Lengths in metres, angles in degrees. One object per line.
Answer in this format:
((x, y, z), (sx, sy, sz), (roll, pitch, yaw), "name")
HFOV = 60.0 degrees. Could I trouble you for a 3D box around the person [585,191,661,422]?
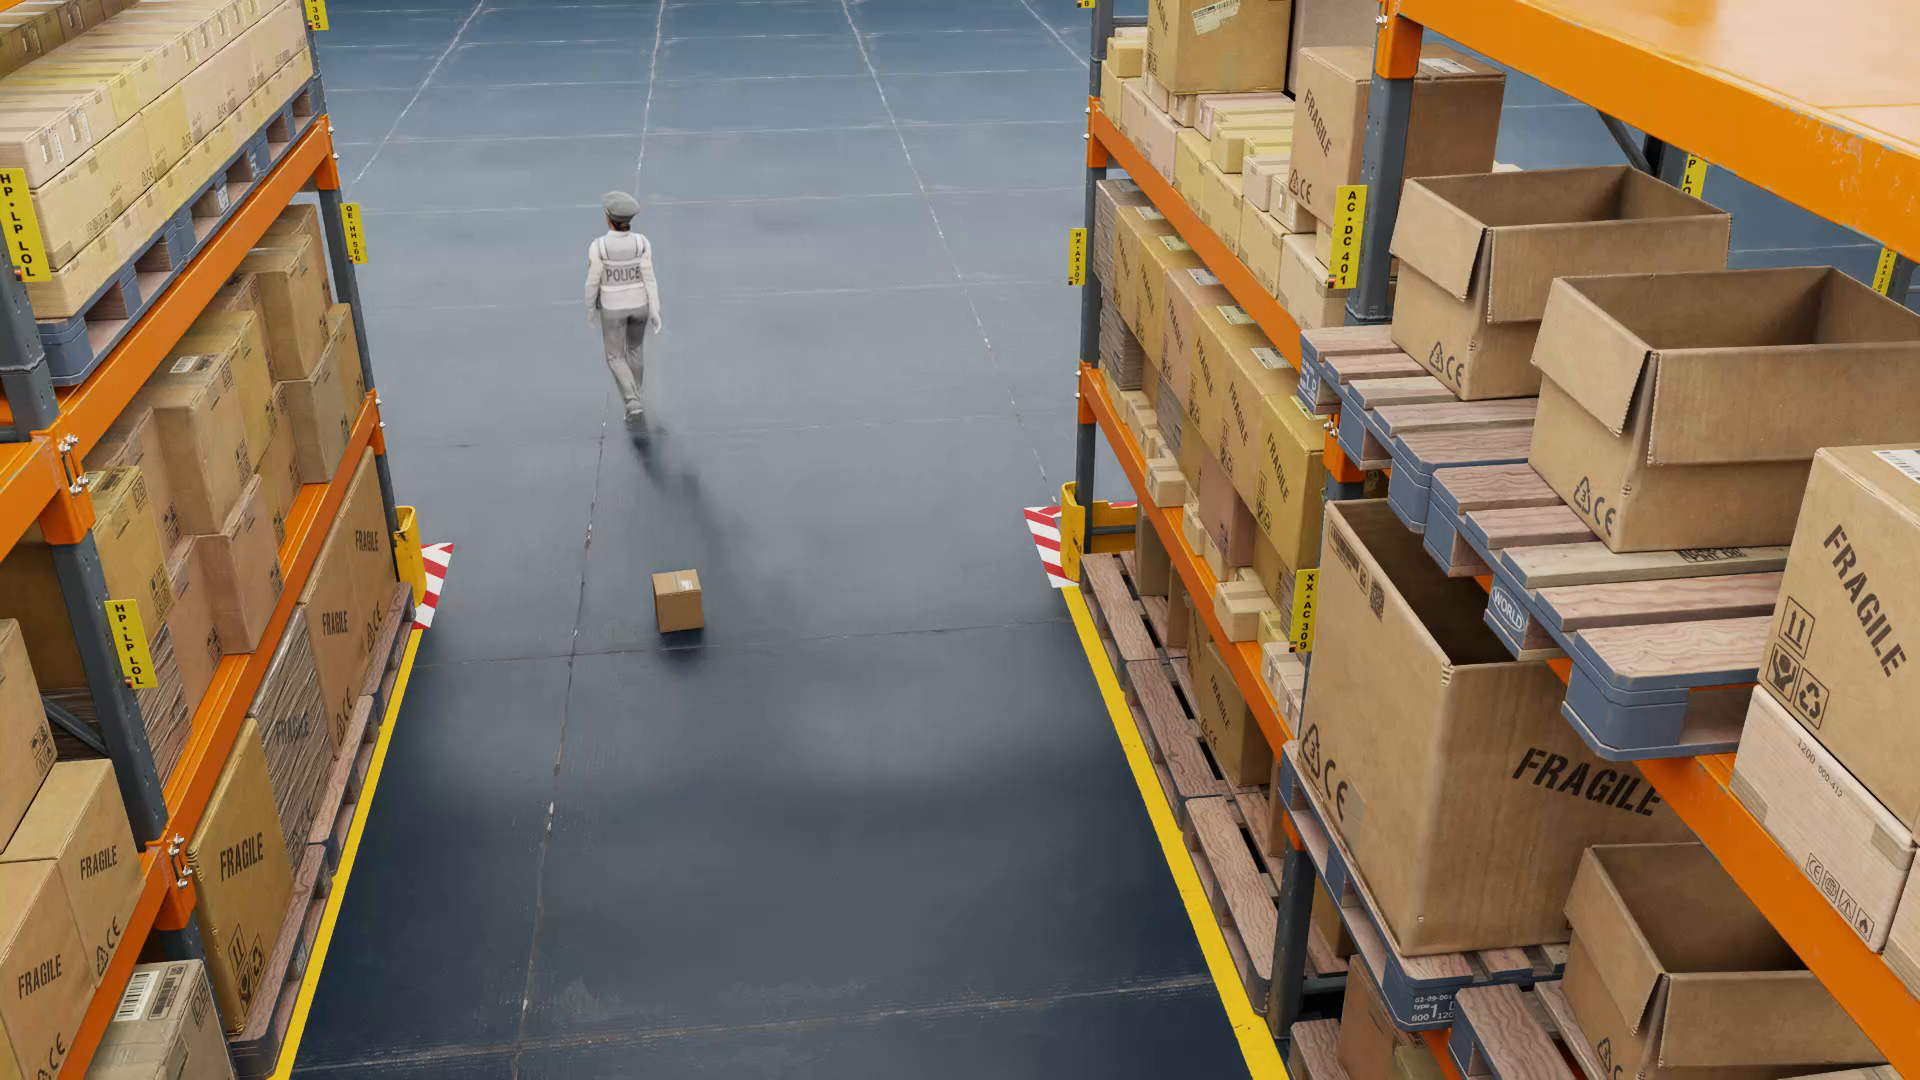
((-2.384, -1.643, 11.754), (0.495, 1.652, 0.888), (-12, 30, -22), "person")
